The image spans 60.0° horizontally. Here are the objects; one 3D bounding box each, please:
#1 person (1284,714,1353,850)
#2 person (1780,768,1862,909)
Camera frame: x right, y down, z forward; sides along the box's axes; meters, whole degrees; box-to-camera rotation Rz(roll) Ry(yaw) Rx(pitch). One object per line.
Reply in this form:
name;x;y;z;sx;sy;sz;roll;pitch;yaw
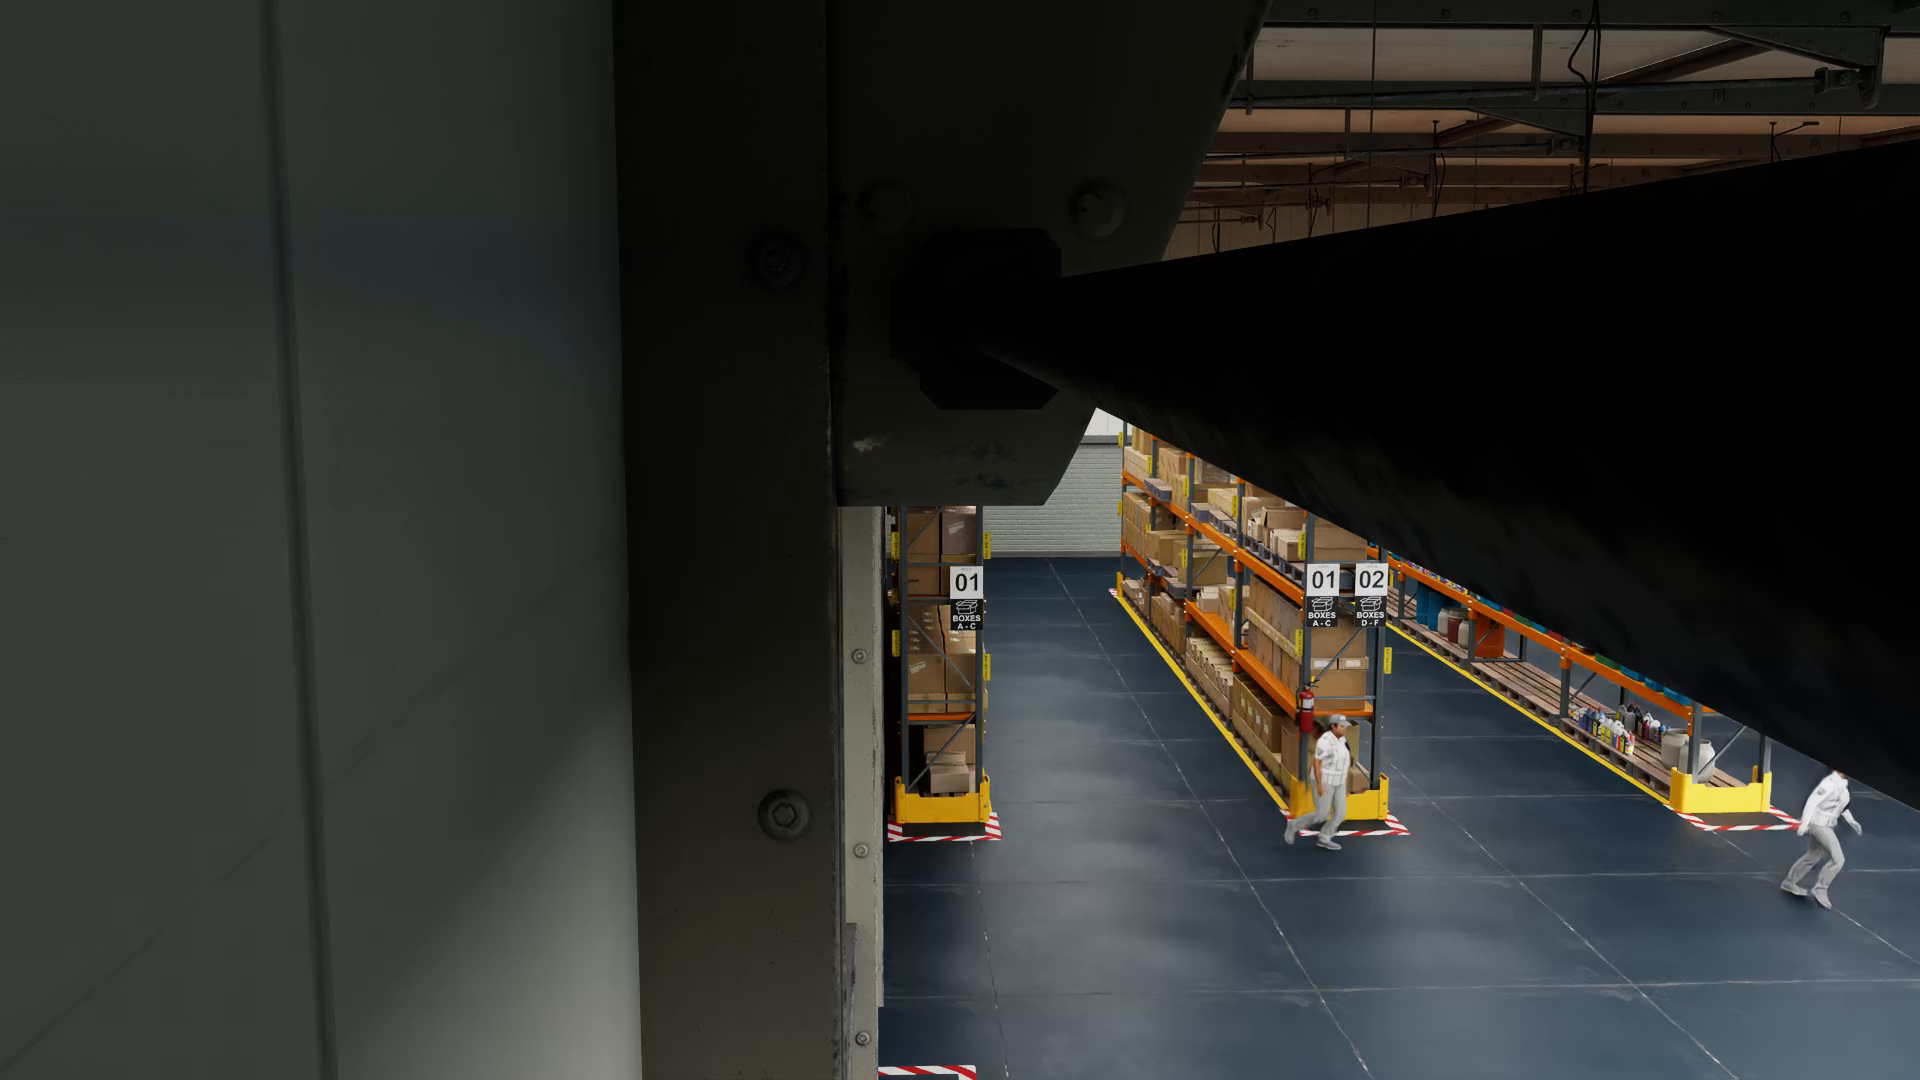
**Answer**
person;4.203;2.817;19.395;0.757;1.601;0.579;-7;11;-41
person;9.212;3.062;17.778;0.711;1.621;0.592;7;10;39
